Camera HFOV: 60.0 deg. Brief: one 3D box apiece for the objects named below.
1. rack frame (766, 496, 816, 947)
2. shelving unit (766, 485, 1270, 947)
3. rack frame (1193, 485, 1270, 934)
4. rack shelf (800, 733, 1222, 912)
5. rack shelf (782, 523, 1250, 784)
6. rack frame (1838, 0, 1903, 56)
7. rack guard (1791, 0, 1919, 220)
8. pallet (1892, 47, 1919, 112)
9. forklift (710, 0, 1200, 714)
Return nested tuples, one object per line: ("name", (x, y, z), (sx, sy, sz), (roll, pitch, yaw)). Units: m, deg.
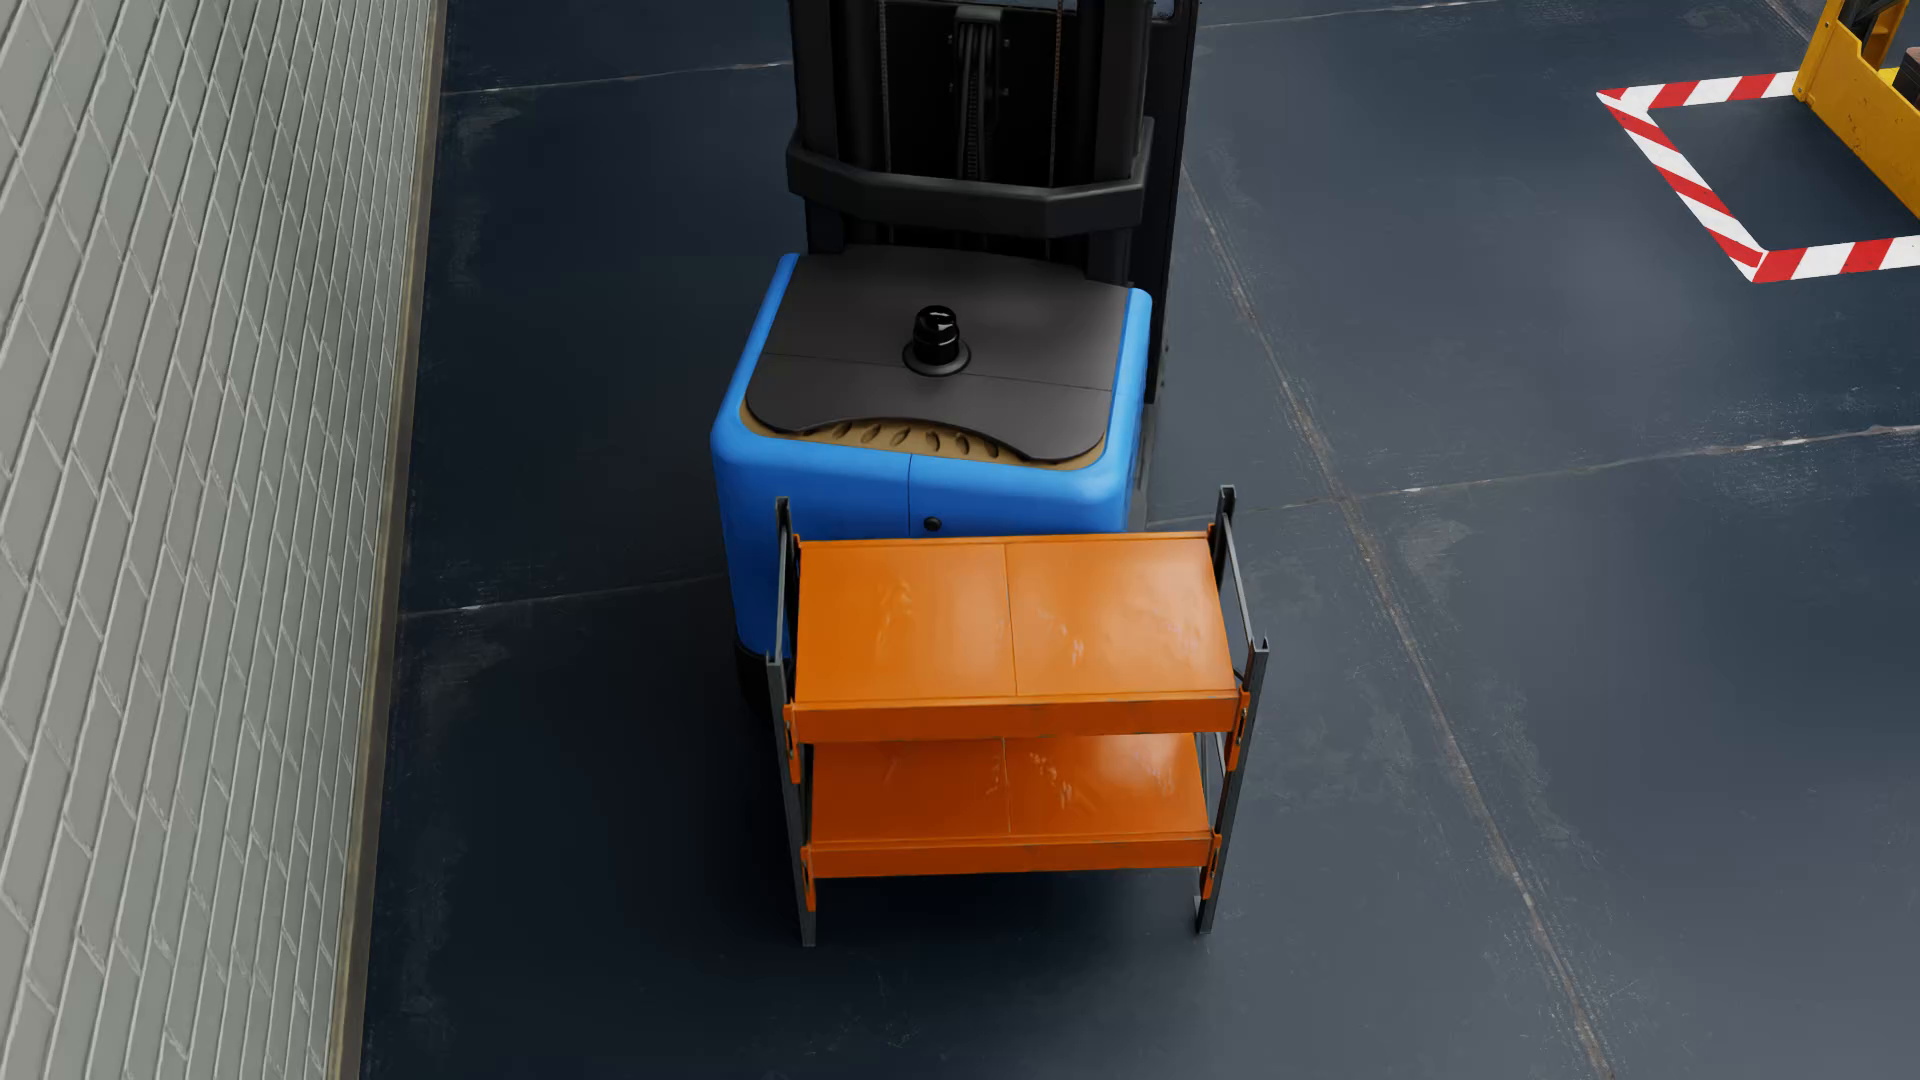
("rack frame", (-0.395, 0.470, 4.016), (0.032, 1.125, 0.500), (-1, 46, -1))
("shelving unit", (0.113, 0.457, 4.029), (1.048, 1.125, 0.538), (-1, 46, -1))
("rack frame", (0.621, 0.443, 4.042), (0.032, 1.125, 0.500), (-1, 46, -1))
("rack shelf", (0.113, 0.626, 4.205), (1.000, 0.278, 0.538), (-1, 46, -1))
("rack shelf", (0.113, 0.254, 3.818), (1.000, 0.278, 0.538), (-1, 46, -1))
("rack frame", (3.730, -2.581, 5.654), (0.127, 3.000, 1.000), (-7, 46, -7))
("rack guard", (3.805, -1.723, 6.563), (0.348, 0.500, 1.175), (-7, 46, -7))
("pallet", (4.611, -1.697, 6.739), (1.213, 0.211, 1.003), (-7, 46, -7))
("forklift", (0.127, -1.504, 4.664), (1.130, 2.935, 3.031), (7, 46, 7))
